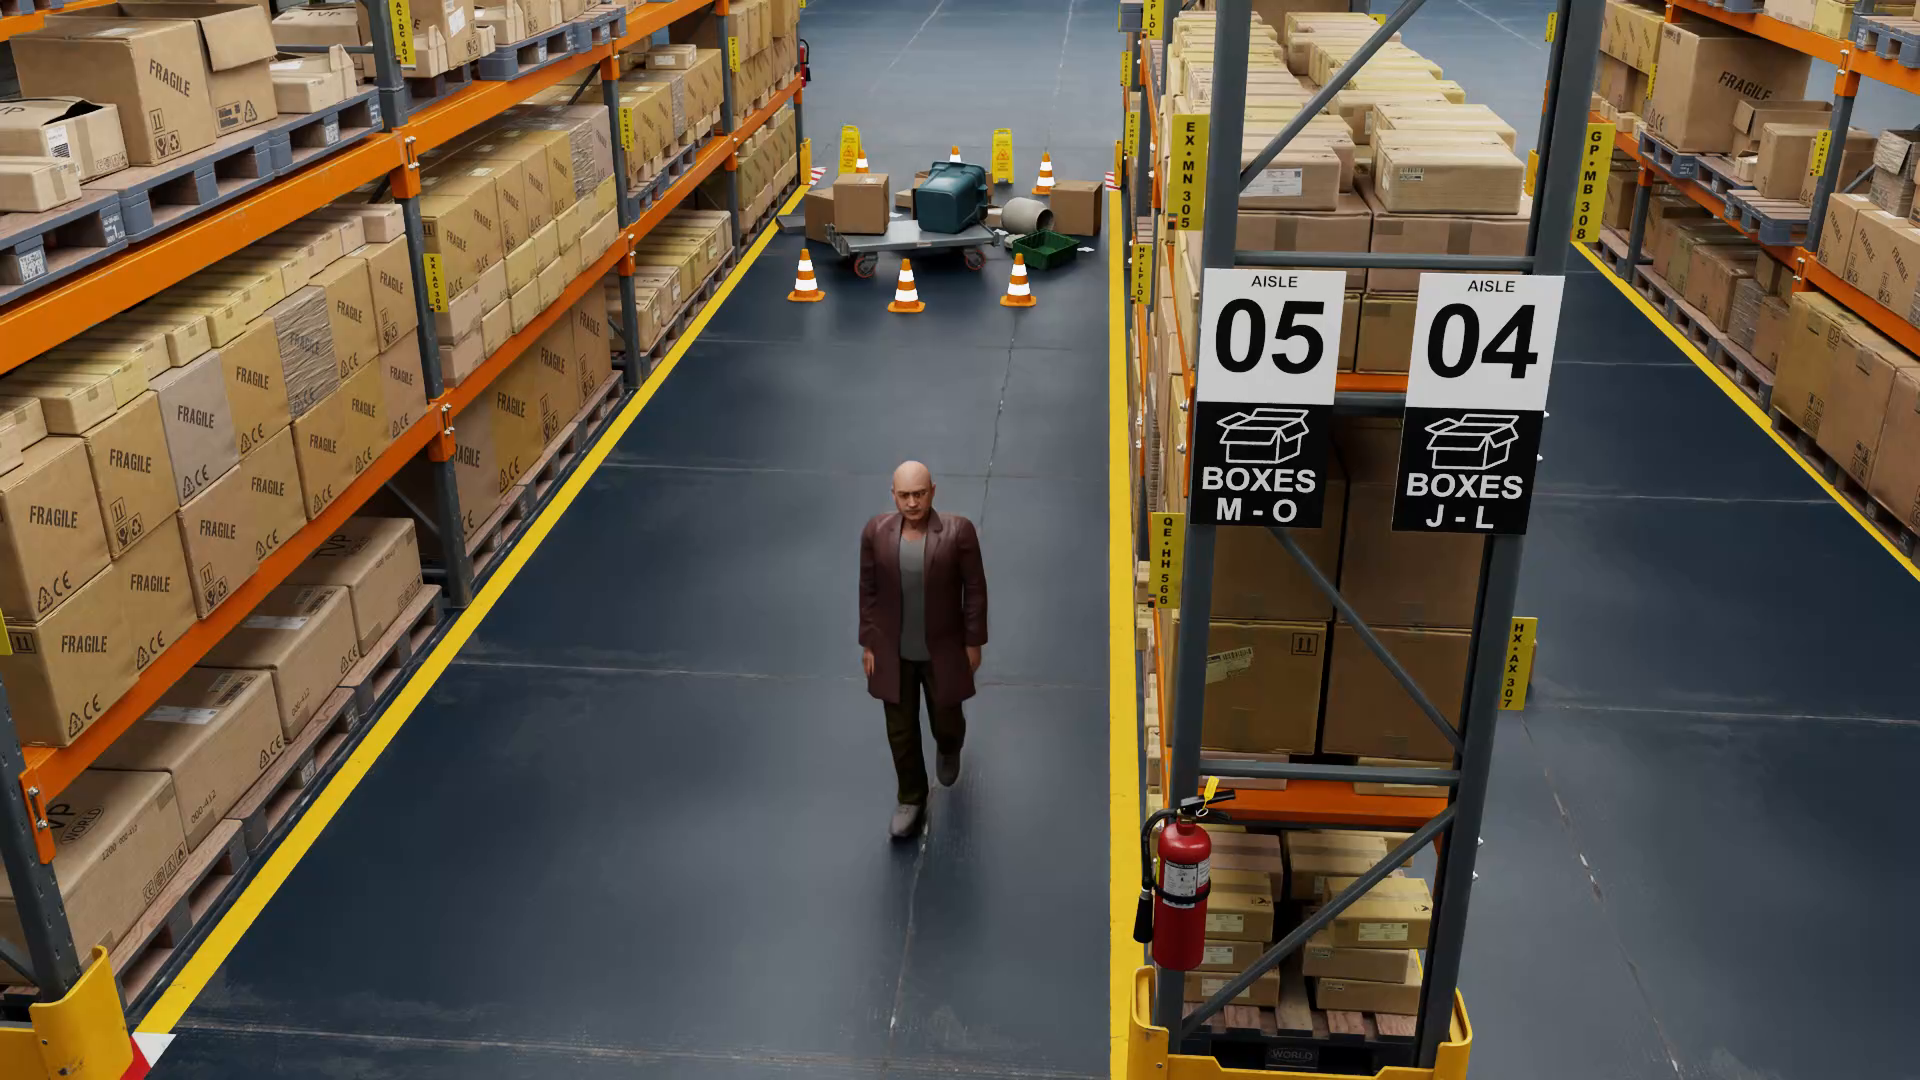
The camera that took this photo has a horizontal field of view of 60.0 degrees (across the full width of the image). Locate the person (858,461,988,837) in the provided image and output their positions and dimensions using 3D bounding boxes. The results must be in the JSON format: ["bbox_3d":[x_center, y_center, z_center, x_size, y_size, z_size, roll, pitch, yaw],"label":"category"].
[{"bbox_3d":[-0.161,0.450,7.557,0.589,1.763,0.683,4,24,8],"label":"person"}]
